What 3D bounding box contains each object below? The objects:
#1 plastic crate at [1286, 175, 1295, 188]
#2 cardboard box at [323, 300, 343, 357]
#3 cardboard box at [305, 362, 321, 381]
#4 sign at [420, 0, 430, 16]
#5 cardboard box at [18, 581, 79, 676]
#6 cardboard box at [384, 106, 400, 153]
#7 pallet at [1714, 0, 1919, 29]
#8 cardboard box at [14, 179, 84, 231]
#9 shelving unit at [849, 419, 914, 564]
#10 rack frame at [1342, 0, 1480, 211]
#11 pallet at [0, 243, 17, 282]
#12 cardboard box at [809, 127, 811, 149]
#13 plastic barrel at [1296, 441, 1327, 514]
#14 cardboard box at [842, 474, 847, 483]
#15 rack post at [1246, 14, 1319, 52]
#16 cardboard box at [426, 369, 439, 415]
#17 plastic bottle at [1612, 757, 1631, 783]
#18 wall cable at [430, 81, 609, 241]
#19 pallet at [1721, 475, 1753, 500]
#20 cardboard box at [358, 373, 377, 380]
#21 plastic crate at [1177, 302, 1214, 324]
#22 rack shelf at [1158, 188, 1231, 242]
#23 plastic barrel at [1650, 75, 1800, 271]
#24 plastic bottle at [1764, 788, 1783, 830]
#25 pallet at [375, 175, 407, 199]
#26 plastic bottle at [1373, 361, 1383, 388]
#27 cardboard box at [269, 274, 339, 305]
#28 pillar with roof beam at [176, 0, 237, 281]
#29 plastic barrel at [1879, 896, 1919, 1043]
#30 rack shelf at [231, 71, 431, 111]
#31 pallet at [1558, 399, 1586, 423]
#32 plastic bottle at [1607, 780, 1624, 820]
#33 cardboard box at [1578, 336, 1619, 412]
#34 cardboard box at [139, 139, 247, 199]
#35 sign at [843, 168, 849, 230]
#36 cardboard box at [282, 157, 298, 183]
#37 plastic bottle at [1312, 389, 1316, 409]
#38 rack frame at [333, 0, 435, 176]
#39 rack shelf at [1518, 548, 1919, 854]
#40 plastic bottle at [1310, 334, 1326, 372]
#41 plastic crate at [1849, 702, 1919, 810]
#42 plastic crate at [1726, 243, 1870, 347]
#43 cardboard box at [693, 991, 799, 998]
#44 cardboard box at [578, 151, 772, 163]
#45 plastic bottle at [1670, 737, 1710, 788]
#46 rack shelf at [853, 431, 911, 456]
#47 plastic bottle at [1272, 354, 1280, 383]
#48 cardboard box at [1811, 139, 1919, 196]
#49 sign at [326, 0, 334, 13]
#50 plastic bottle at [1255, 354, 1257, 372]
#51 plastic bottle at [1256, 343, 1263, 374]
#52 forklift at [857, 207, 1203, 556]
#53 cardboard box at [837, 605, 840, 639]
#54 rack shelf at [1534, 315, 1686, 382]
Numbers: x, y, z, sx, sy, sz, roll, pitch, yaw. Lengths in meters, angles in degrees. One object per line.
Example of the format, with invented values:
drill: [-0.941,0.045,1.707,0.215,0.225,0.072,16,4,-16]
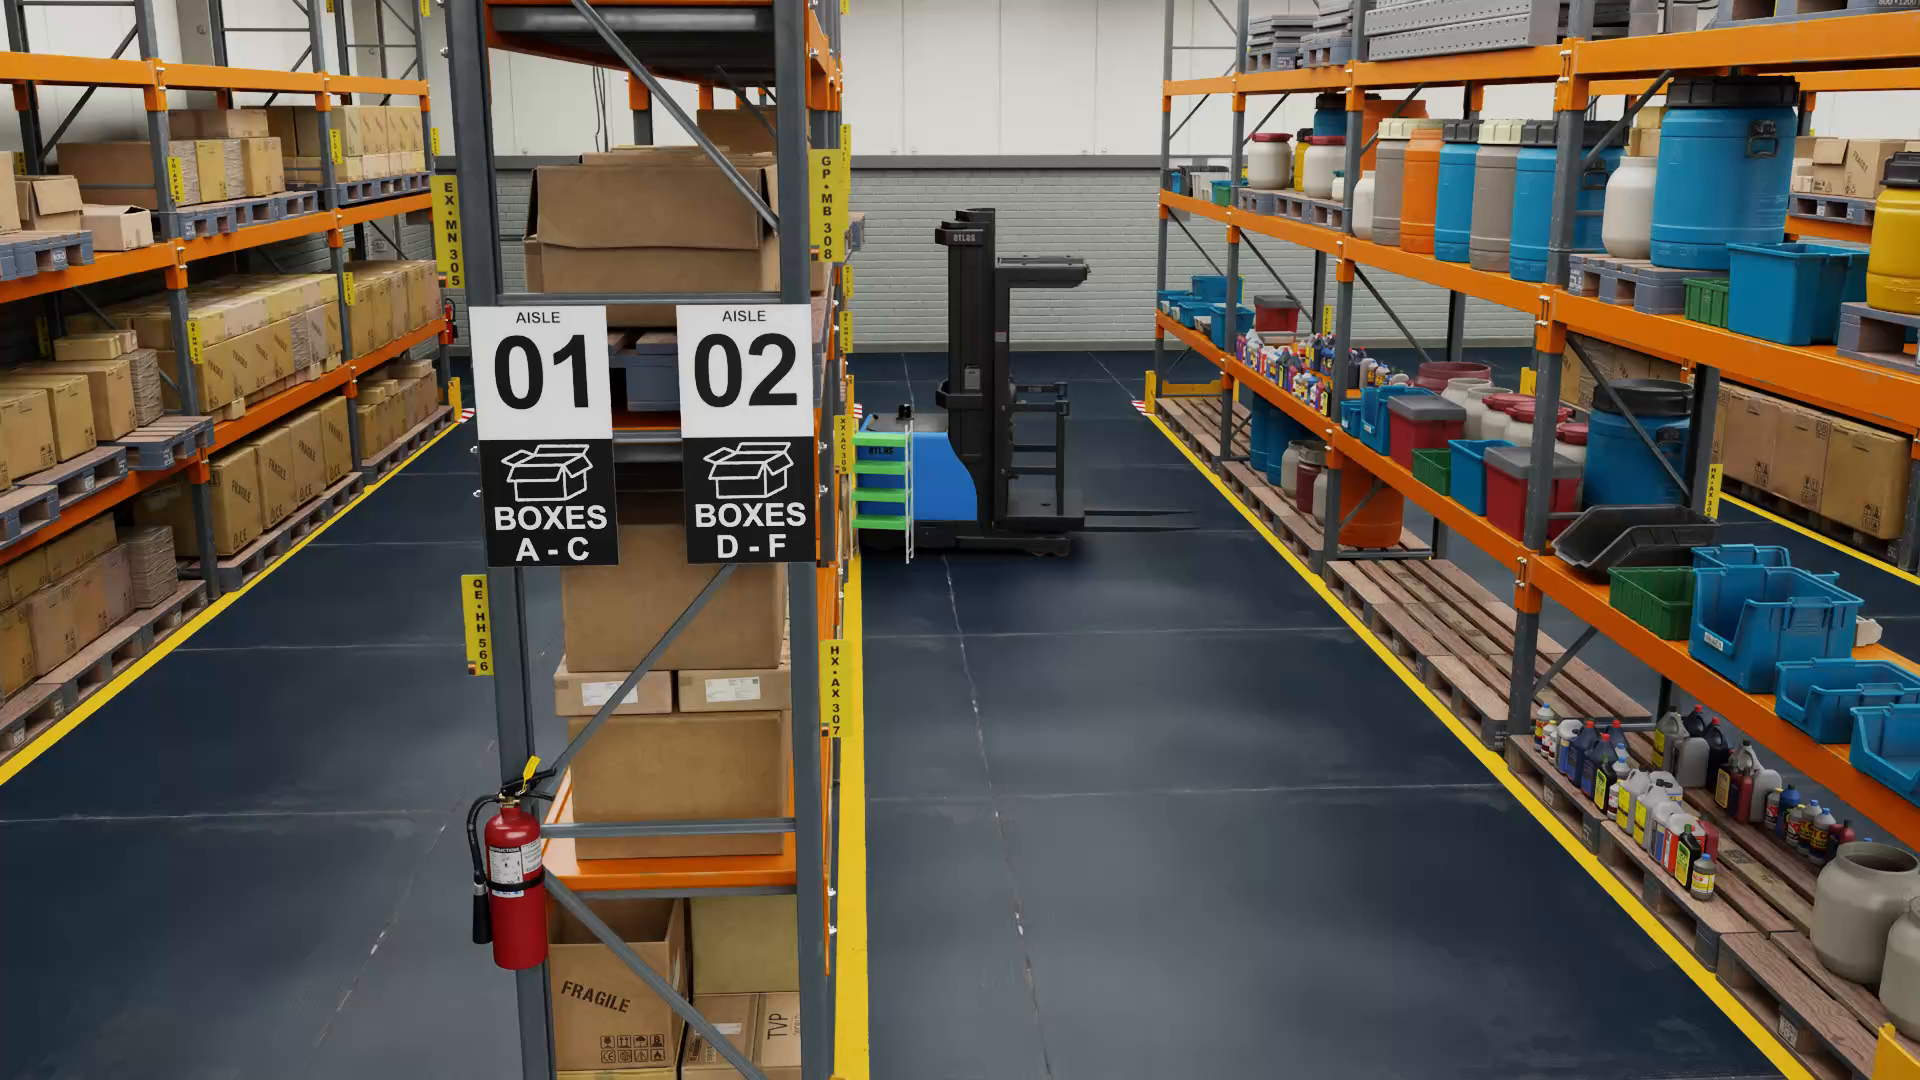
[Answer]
plastic crate: [3.450,-3.826,18.119,0.497,0.269,0.590,-1,14,-3]
cardboard box: [-6.354,-2.062,16.182,0.500,0.500,0.500,-1,14,-4]
cardboard box: [-6.246,-1.587,15.637,0.380,0.149,0.250,-1,14,-3]
sign: [-6.340,-6.366,19.677,0.100,0.325,0.005,-1,14,-3]
cardboard box: [-6.274,0.579,10.892,0.700,0.500,0.500,-1,14,-3]
cardboard box: [-6.504,-4.528,18.339,0.500,0.500,0.500,-2,15,-6]
pallet: [3.907,-2.245,6.875,1.003,0.211,1.213,-1,14,-3]
cardboard box: [-6.399,-2.164,11.151,0.797,0.503,0.637,1,14,4]
shelving unit: [-0.672,-0.419,14.245,0.503,1.200,0.258,2,15,9]
rack frame: [3.501,-4.034,12.646,1.000,3.000,0.127,-1,14,-3]
pallet: [-6.071,-1.498,9.185,1.213,0.211,1.003,-1,14,-3]
cardboard box: [-1.669,-3.509,15.379,0.600,0.600,0.600,-1,14,-4]
plastic barrel: [3.384,-0.566,15.205,0.600,0.588,0.708,-1,14,-3]
cardboard box: [-1.224,-0.303,14.319,0.500,0.500,0.500,-1,14,-5]
rack post: [3.275,-4.782,15.705,0.937,0.300,0.954,-1,14,-4]
cardboard box: [-6.739,-1.786,20.120,0.700,0.500,0.500,-1,14,-3]
plastic bottle: [3.443,1.264,8.685,0.097,0.271,0.097,0,14,0]
wall cable: [-6.876,-5.779,25.659,3.097,2.526,0.112,-1,14,-3]
pallet: [8.320,-0.659,17.163,1.003,0.211,1.213,-1,14,-3]
cardboard box: [-6.866,-1.812,18.923,0.380,0.149,0.250,-1,14,-3]
plastic crate: [2.774,-2.672,19.608,0.416,0.233,0.300,-1,14,-3]
rack shelf: [3.130,-3.725,18.909,1.077,0.370,4.000,-1,14,-3]
plastic barrel: [3.704,-1.784,8.070,0.600,0.901,0.708,-1,14,-3]
plastic bottle: [4.149,1.361,8.448,0.097,0.201,0.097,0,14,0]
pallet: [-6.747,-3.887,18.270,1.003,0.211,1.213,-1,14,-3]
plastic bottle: [3.771,-1.473,14.965,0.061,0.283,0.133,-1,14,-3]
cardboard box: [-6.350,-2.424,16.084,0.500,0.250,0.500,-1,14,-2]
pillar with roof beam: [-3.244,-5.103,16.801,9.100,9.000,0.400,-1,14,-3]
plastic barrel: [3.880,1.700,6.550,0.421,0.512,0.421,0,14,0]
rack shelf: [-6.758,-4.831,17.990,1.077,0.370,4.000,-1,14,-3]
pallet: [8.077,-1.647,21.003,1.003,0.211,1.213,-1,14,-3]
plastic bottle: [3.391,1.333,8.558,0.097,0.201,0.097,0,14,0]
cardboard box: [8.125,-1.985,20.142,0.875,0.875,0.875,-1,14,-3]
cardboard box: [-6.623,-3.201,14.345,0.700,0.500,0.500,-1,14,-3]
sign: [-0.641,-1.809,8.820,0.100,0.325,0.005,-1,14,-3]
cardboard box: [-6.911,-3.769,16.893,0.500,0.250,0.500,-1,14,-3]
plastic bottle: [3.047,-1.213,14.119,0.097,0.201,0.097,0,14,0]
rack frame: [-6.882,-5.871,19.784,1.000,3.000,0.127,-1,14,-3]
rack shelf: [3.873,0.712,7.683,1.077,0.370,4.000,-1,14,-3]
plastic bottle: [3.505,-1.828,16.210,0.144,0.351,0.185,-1,14,-3]
plastic crate: [3.667,0.813,6.145,0.499,0.251,0.616,-1,14,-3]
plastic crate: [3.578,-1.054,7.114,0.392,0.384,0.575,-1,14,-3]
cardboard box: [-0.793,1.804,6.672,0.500,0.250,0.500,-1,14,-3]
cardboard box: [-1.219,-1.421,7.177,0.797,0.503,0.637,1,14,3]
plastic bottle: [3.942,1.184,8.988,0.152,0.276,0.135,-1,14,-3]
rack shelf: [-0.672,-0.822,14.141,0.480,0.148,0.258,2,15,9]
plastic bottle: [2.960,-1.599,15.478,0.097,0.271,0.097,0,14,0]
cardboard box: [8.297,-3.419,15.225,0.797,0.503,0.637,-1,14,-4]
sign: [-7.437,-6.393,19.621,0.100,0.325,0.005,-1,14,-3]
plastic bottle: [2.917,-1.738,16.159,0.097,0.201,0.097,0,14,0]
plastic bottle: [2.906,-1.748,16.036,0.061,0.283,0.133,-1,14,-3]
forklift: [0.625,-1.412,14.633,3.031,2.935,1.130,1,14,3]
cardboard box: [-0.998,0.567,10.352,0.500,0.311,0.500,-1,14,-4]
rack shelf: [8.073,-2.349,19.580,1.077,0.370,4.000,-1,14,-3]
